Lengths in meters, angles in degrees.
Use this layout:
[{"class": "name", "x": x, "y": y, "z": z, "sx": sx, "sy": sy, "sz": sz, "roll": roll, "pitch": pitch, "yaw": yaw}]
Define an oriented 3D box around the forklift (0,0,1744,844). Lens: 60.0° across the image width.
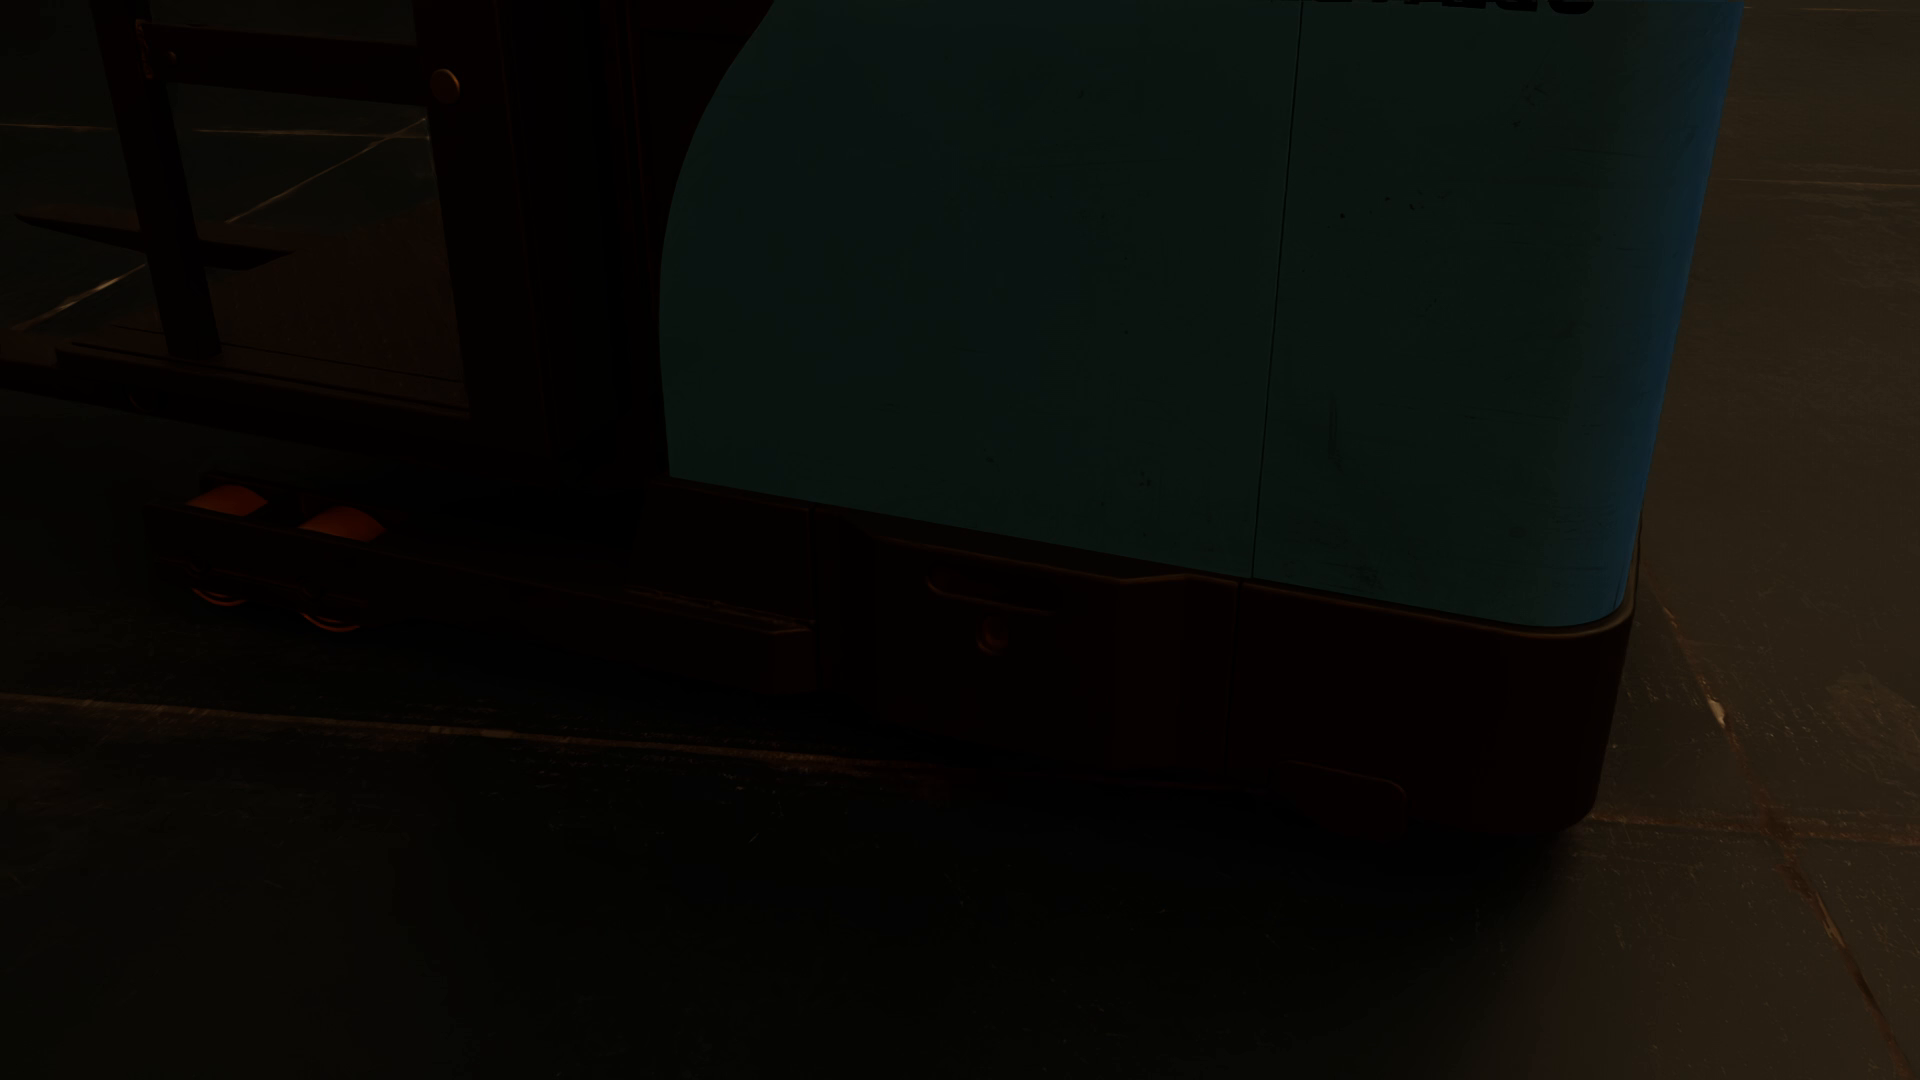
[{"class": "forklift", "x": -0.572, "y": -1.393, "z": 2.009, "sx": 3.031, "sy": 2.935, "sz": 1.130, "roll": 10, "pitch": 28, "yaw": 19}]
